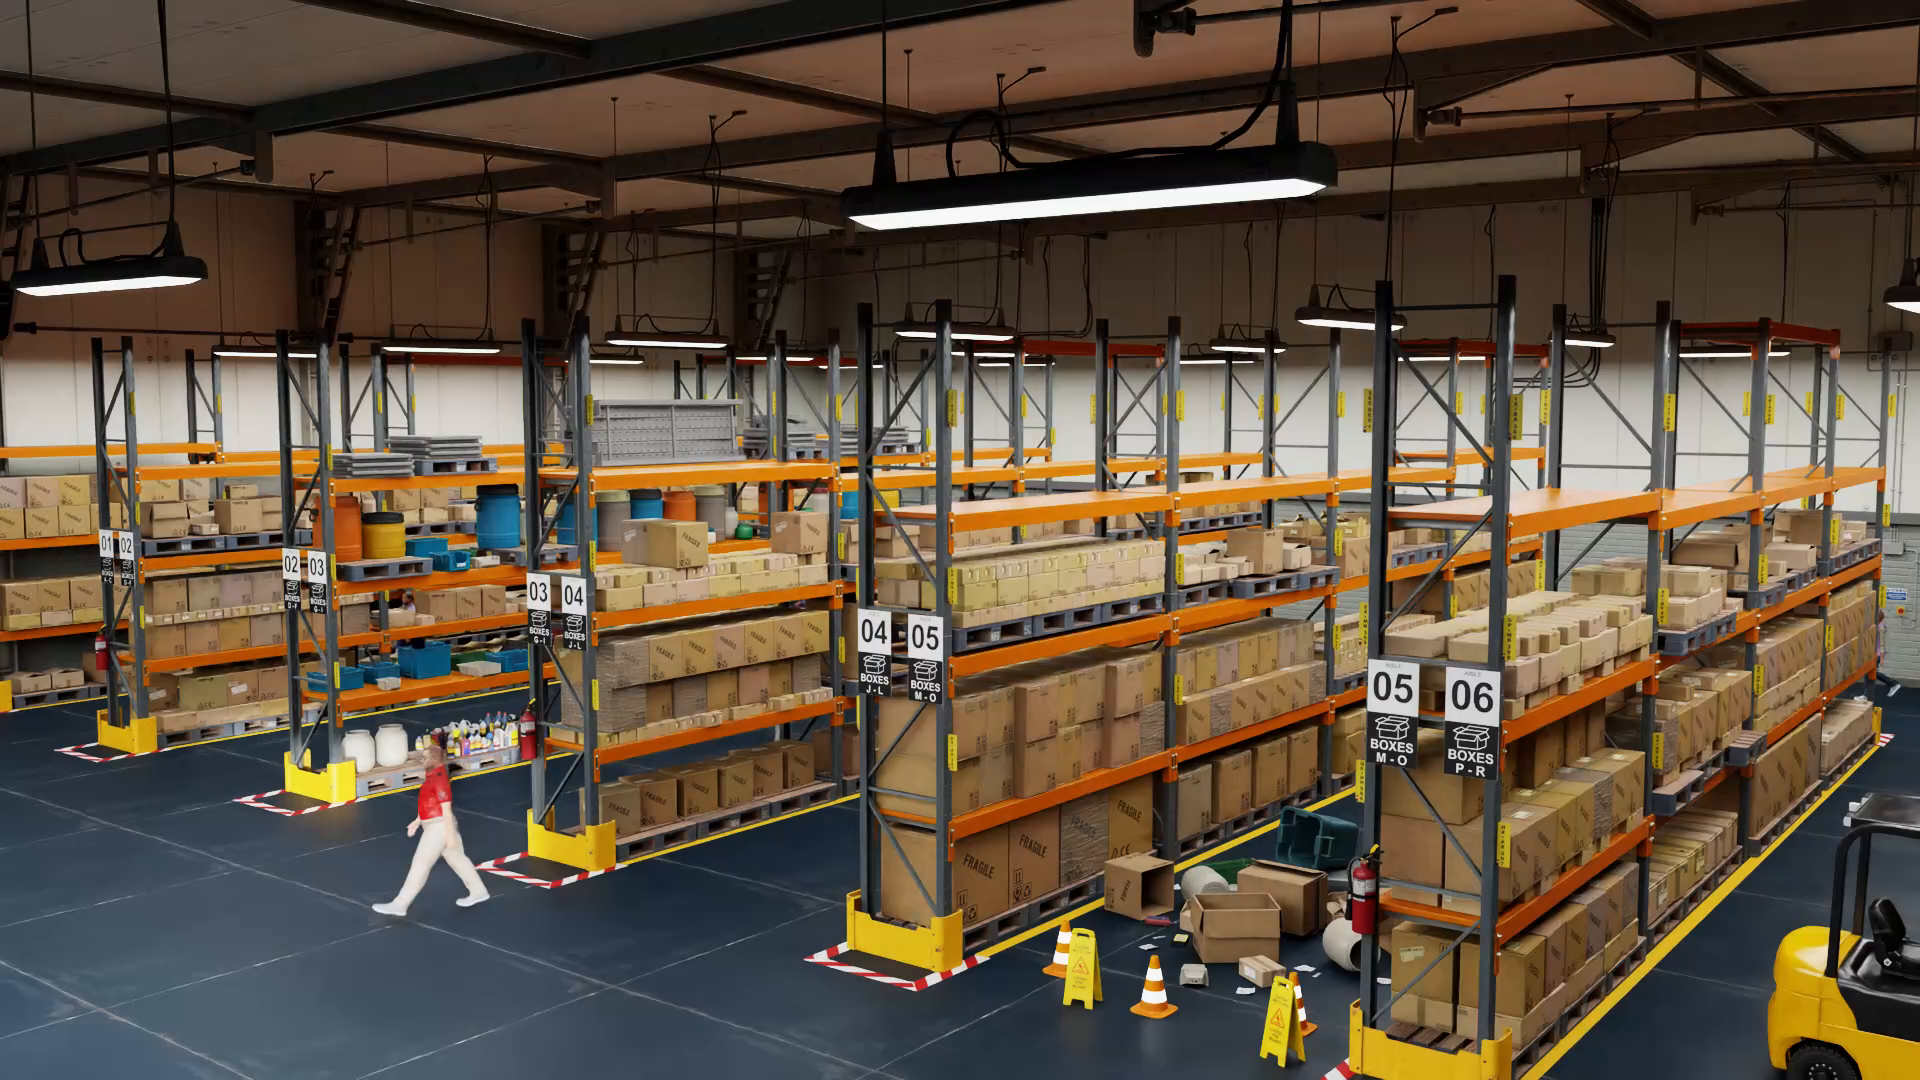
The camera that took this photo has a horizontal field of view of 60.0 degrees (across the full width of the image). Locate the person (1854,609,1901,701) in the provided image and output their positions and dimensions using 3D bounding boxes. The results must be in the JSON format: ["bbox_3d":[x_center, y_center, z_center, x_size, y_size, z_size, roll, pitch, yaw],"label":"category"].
[{"bbox_3d":[15.433,1.932,27.951,0.724,1.566,0.410,1,5,11],"label":"person"}]

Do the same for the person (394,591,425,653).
[{"bbox_3d":[-10.033,1.725,30.147,0.508,1.590,0.997,2,5,23],"label":"person"}]

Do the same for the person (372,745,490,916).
[{"bbox_3d":[-5.278,2.870,16.575,1.086,1.667,0.569,-1,5,-11],"label":"person"}]

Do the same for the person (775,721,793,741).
[{"bbox_3d":[-2.452,2.239,23.357,0.576,1.741,0.758,2,5,24],"label":"person"}]
